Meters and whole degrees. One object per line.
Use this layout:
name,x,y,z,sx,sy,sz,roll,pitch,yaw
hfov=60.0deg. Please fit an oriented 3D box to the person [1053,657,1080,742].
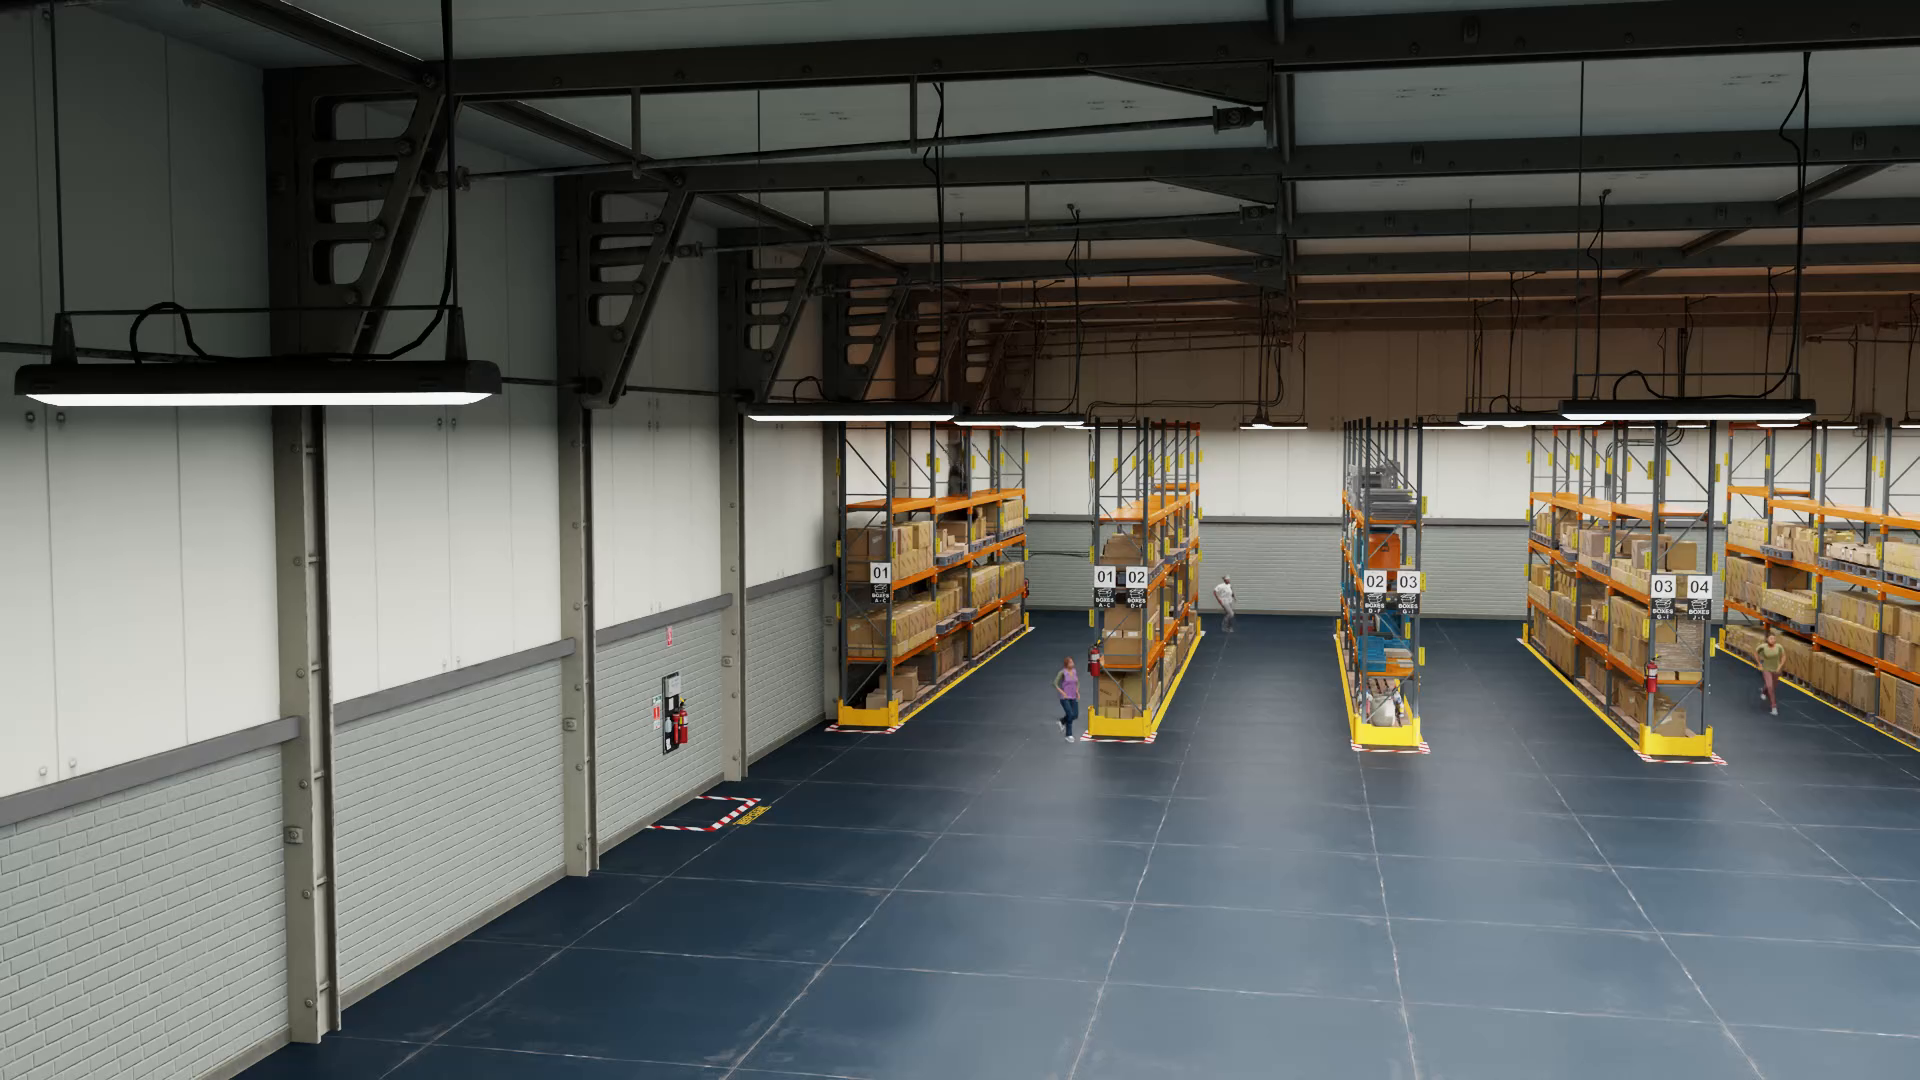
person,1.953,2.944,30.900,0.540,1.576,0.571,-2,4,-33

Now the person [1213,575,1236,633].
person,7.601,1.833,47.532,0.642,1.704,0.650,-3,5,-42

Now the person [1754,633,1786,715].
person,16.621,2.705,34.153,0.581,1.661,1.011,1,4,11
